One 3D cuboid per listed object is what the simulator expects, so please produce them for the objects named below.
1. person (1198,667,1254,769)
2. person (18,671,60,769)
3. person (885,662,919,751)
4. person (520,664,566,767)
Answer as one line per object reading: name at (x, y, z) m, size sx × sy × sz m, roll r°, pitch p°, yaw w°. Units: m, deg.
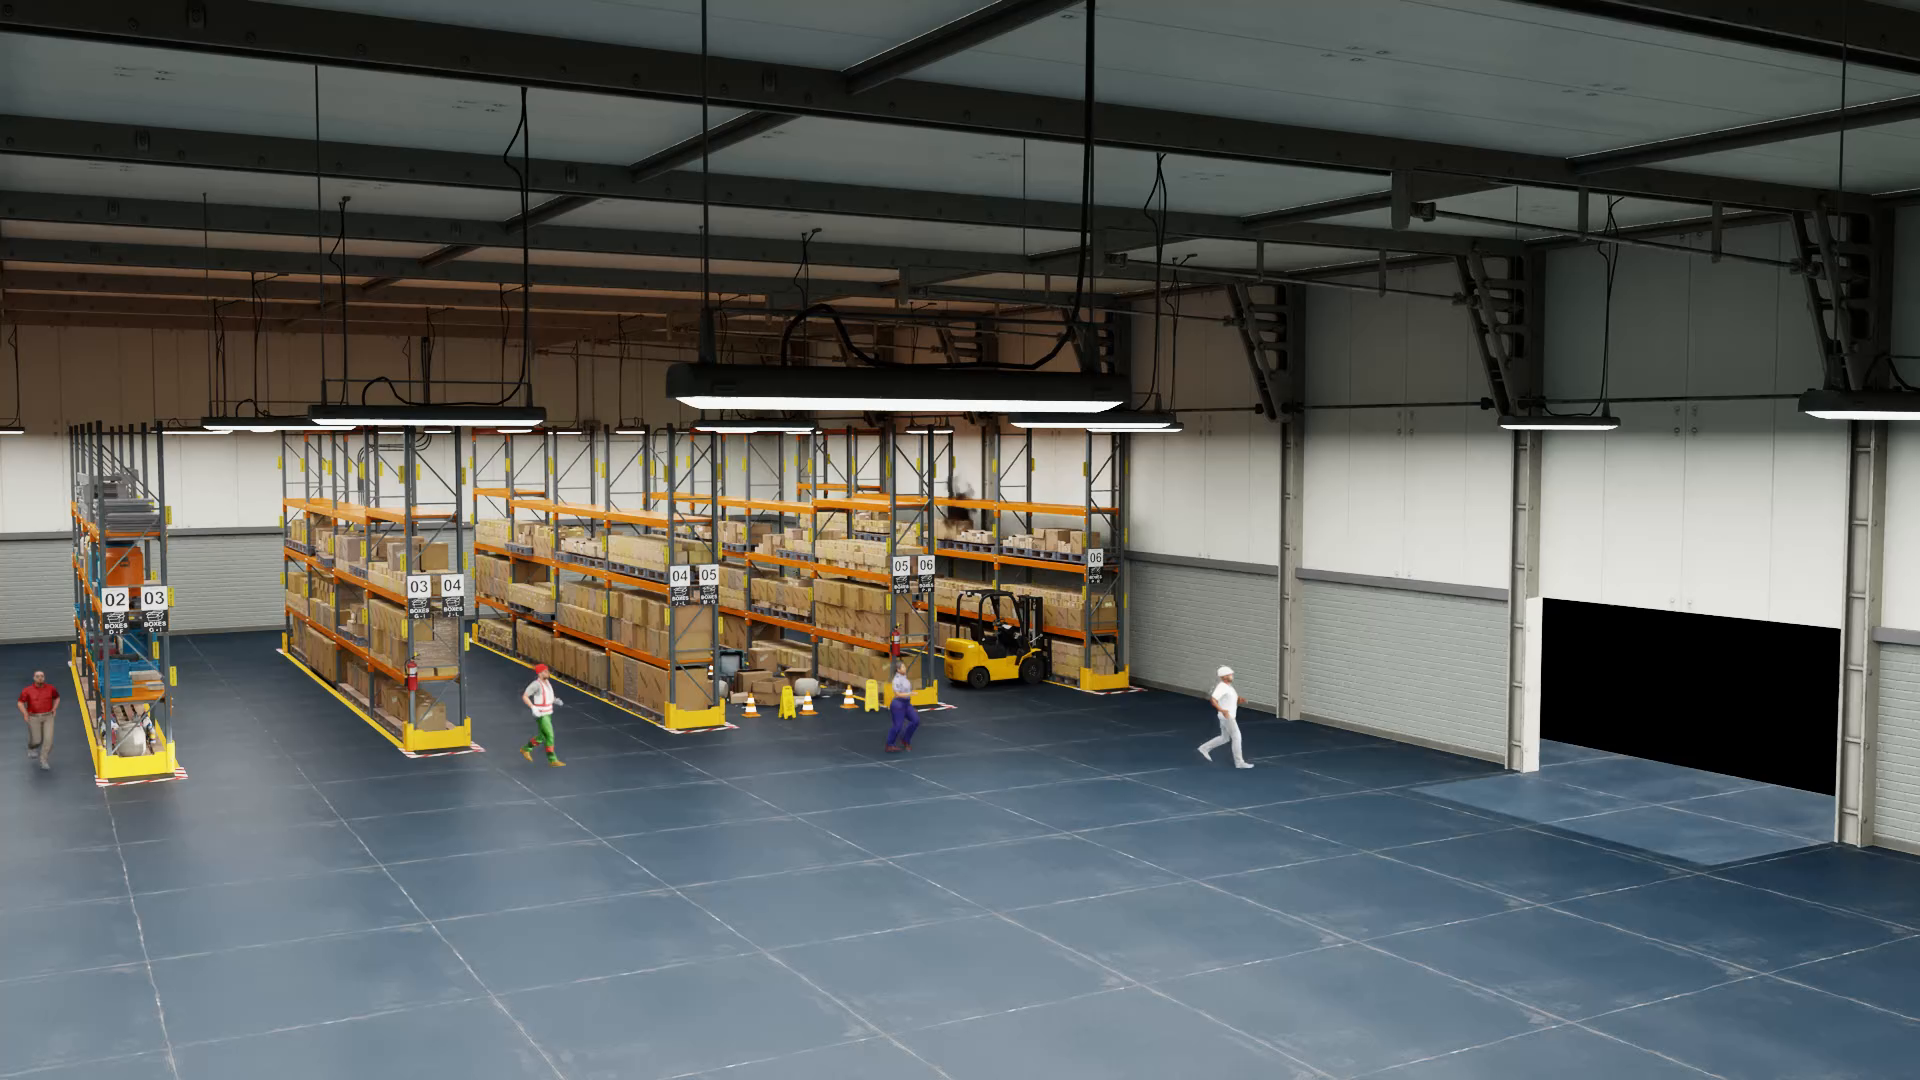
person at (4.597, 3.057, 28.718) m, size 0.963 × 1.747 × 0.710 m, roll 1°, pitch 4°, yaw 12°
person at (-15.963, 3.105, 28.866) m, size 0.664 × 1.688 × 0.654 m, roll -3°, pitch 5°, yaw -40°
person at (-1.030, 3.046, 30.214) m, size 0.665 × 1.677 × 0.617 m, roll 1°, pitch 4°, yaw 22°
person at (-7.264, 3.030, 28.855) m, size 0.897 × 1.778 × 0.673 m, roll 1°, pitch 4°, yaw 11°
